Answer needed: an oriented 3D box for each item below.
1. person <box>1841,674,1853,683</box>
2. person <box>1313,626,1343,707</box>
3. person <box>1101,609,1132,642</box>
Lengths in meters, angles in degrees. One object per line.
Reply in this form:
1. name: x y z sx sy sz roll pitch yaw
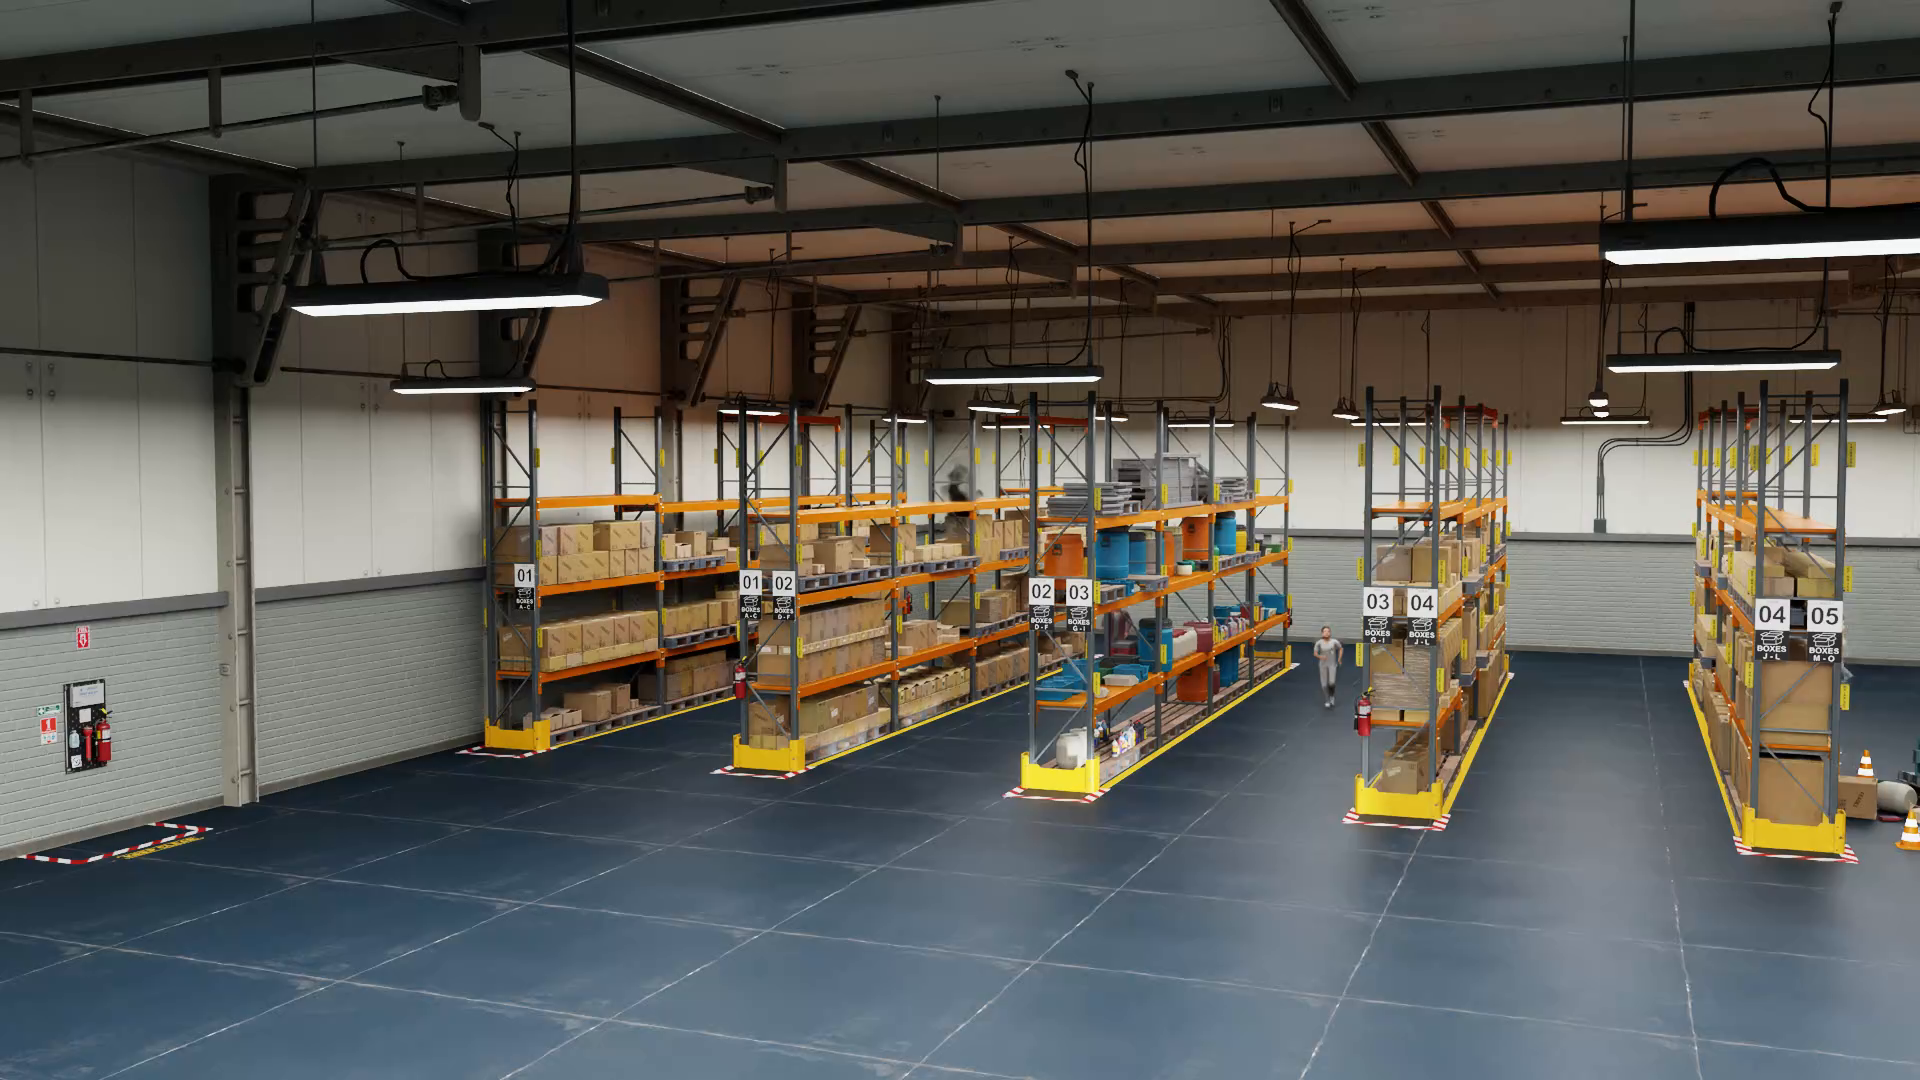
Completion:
1. person: 19.226 2.378 36.641 0.792 1.712 0.602 1 3 27
2. person: 7.350 2.541 33.230 0.567 1.630 0.567 1 3 15
3. person: 3.587 2.245 38.305 0.693 1.747 0.654 1 3 11
